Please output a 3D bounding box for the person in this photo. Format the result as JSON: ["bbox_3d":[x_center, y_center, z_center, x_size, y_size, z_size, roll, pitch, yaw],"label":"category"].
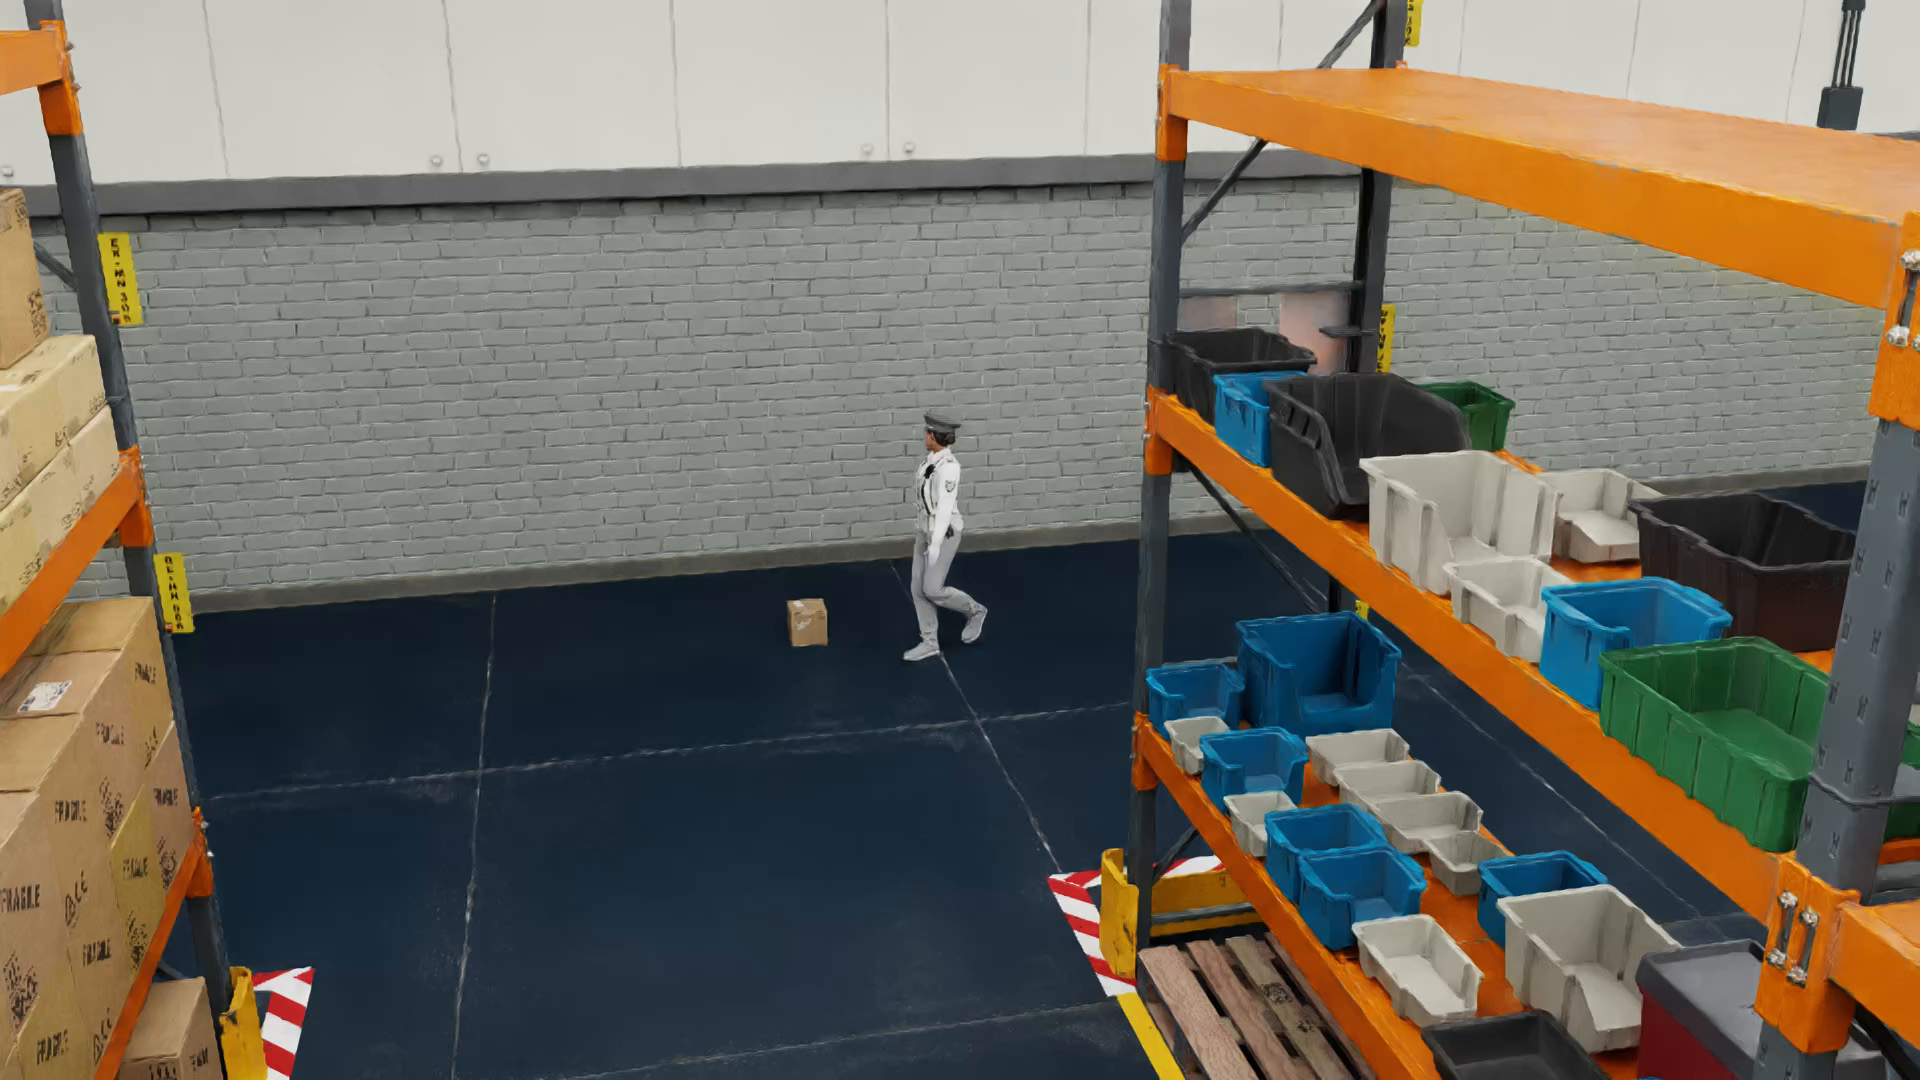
[{"bbox_3d":[-0.154,-0.039,11.220,0.638,1.623,0.518,-8,21,-22],"label":"person"}]
